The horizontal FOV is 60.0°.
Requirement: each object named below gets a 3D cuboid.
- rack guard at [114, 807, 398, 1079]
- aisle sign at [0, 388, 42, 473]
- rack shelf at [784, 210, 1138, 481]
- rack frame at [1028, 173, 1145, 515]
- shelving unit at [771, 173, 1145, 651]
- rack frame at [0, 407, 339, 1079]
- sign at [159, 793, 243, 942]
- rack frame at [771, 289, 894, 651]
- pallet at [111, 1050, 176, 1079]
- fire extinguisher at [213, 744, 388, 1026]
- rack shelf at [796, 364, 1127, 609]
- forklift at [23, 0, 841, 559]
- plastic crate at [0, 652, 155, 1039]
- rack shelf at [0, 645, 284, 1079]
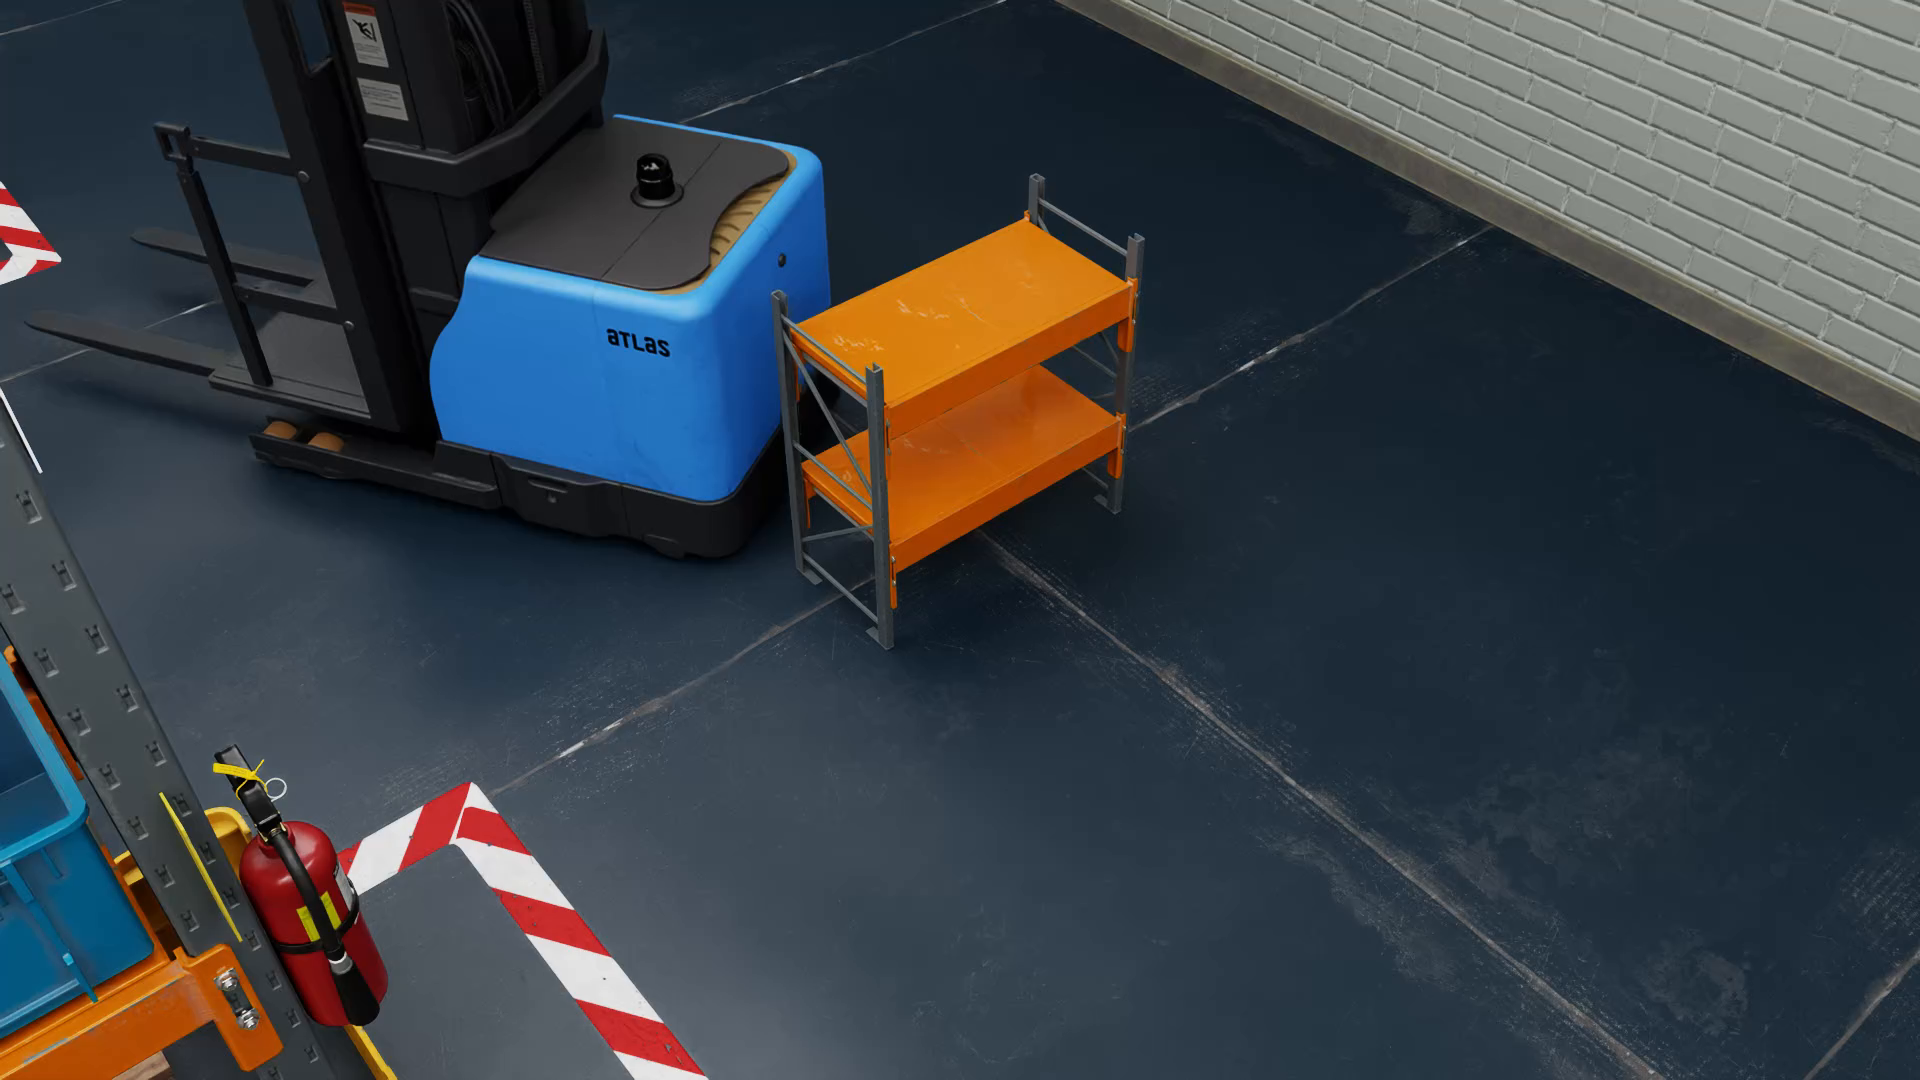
[{"bbox_3d":[-1.650,1.234,4.071,0.348,0.500,1.175,-30,51,-28],"label":"rack guard"},{"bbox_3d":[-1.417,-0.485,2.176,0.004,0.787,0.394,-30,51,-28],"label":"aisle sign"},{"bbox_3d":[0.005,-0.626,5.168,1.000,0.278,0.538,-30,51,-28],"label":"rack shelf"},{"bbox_3d":[0.395,-0.636,5.606,0.032,1.125,0.500,-30,51,-28],"label":"rack frame"},{"bbox_3d":[0.005,-0.413,5.368,1.048,1.125,0.538,-30,51,-28],"label":"shelving unit"},{"bbox_3d":[-1.660,0.340,3.197,0.127,3.000,1.000,-30,51,-28],"label":"rack frame"},{"bbox_3d":[-1.295,0.563,2.841,0.005,0.325,0.100,-30,51,-28],"label":"sign"},{"bbox_3d":[-0.385,-0.190,5.130,0.032,1.125,0.500,-30,51,-28],"label":"rack frame"},{"bbox_3d":[-2.318,1.699,3.787,1.213,0.211,1.003,-30,51,-28],"label":"pallet"},{"bbox_3d":[-1.253,0.677,3.167,0.183,0.674,0.296,-30,51,-28],"label":"fire extinguisher"},{"bbox_3d":[0.005,-0.235,5.535,1.000,0.278,0.538,-30,51,-28],"label":"rack shelf"},{"bbox_3d":[-2.020,-1.616,5.329,3.031,2.935,1.130,13,45,14],"label":"forklift"},{"bbox_3d":[-1.797,0.551,2.903,0.499,0.435,0.616,-30,51,-28],"label":"plastic crate"},{"bbox_3d":[-3.194,1.481,2.507,4.000,0.370,1.077,-30,51,-28],"label":"rack shelf"}]
